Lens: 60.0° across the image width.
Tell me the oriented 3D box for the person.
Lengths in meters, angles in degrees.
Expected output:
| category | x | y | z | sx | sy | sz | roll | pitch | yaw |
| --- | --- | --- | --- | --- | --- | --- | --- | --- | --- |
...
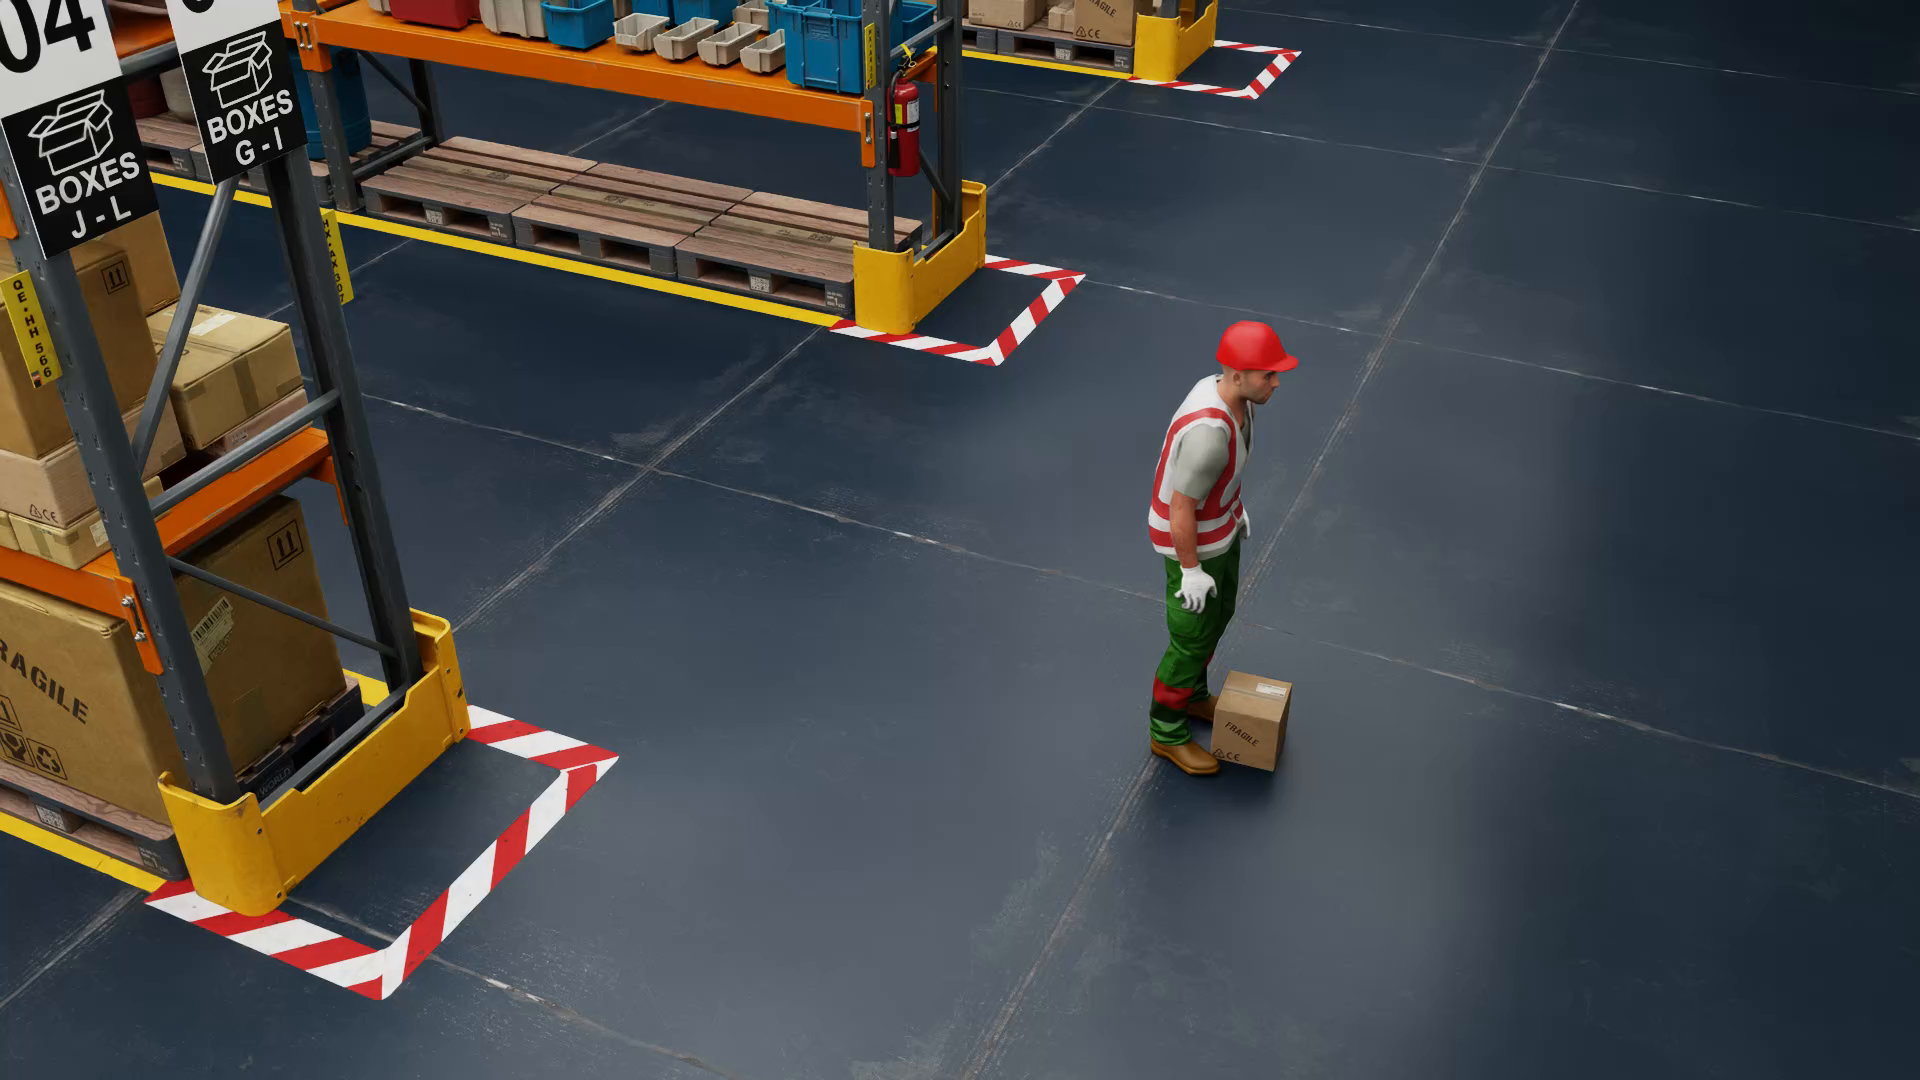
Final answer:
| category | x | y | z | sx | sy | sz | roll | pitch | yaw |
| --- | --- | --- | --- | --- | --- | --- | --- | --- | --- |
| person | 0.928 | 0.009 | 6.113 | 0.455 | 1.779 | 0.612 | 14 | 36 | 20 |
